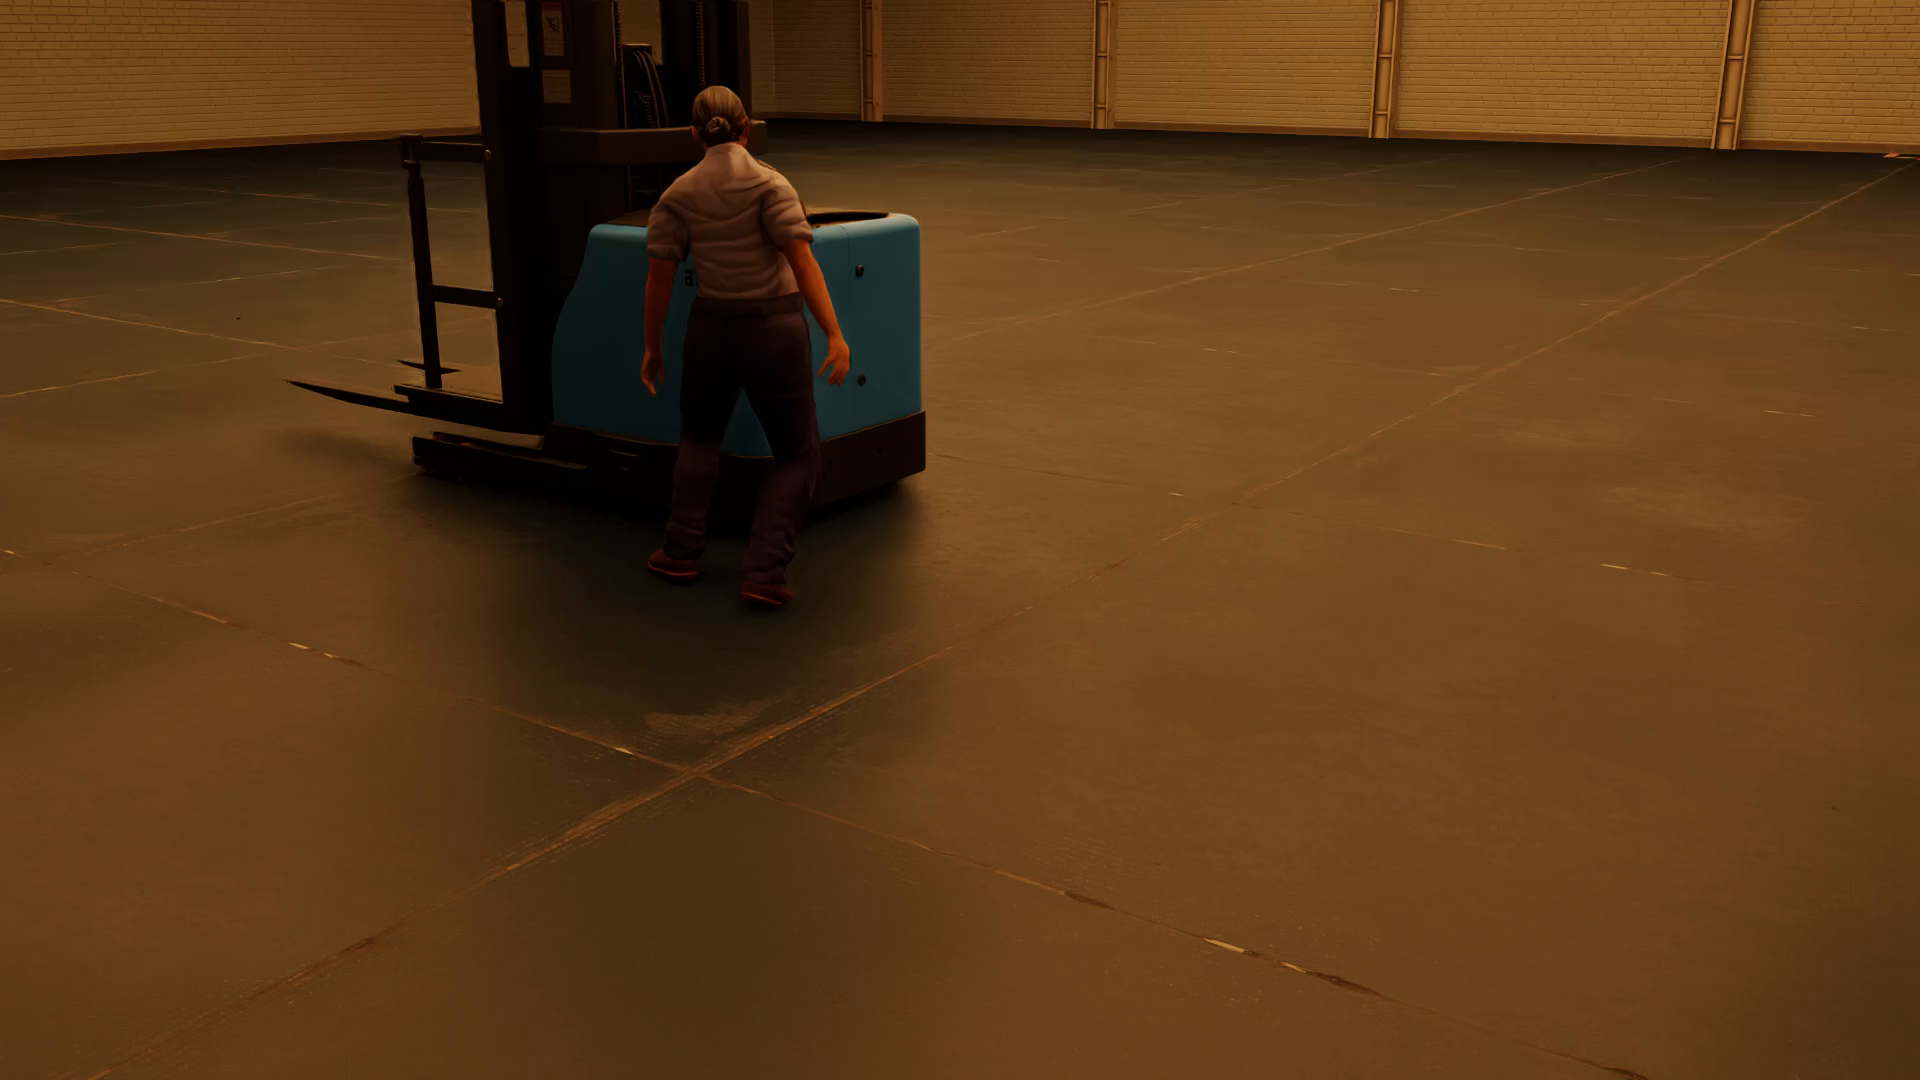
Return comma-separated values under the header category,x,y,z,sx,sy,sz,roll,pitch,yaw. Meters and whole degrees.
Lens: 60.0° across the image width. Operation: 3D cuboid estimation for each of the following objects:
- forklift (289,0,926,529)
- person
category,x,y,z,sx,sy,sz,roll,pitch,yaw
forklift,-1.640,-1.753,6.695,3.031,2.935,1.130,11,20,33
person,-0.704,-0.586,5.239,0.840,1.631,0.476,8,19,25
